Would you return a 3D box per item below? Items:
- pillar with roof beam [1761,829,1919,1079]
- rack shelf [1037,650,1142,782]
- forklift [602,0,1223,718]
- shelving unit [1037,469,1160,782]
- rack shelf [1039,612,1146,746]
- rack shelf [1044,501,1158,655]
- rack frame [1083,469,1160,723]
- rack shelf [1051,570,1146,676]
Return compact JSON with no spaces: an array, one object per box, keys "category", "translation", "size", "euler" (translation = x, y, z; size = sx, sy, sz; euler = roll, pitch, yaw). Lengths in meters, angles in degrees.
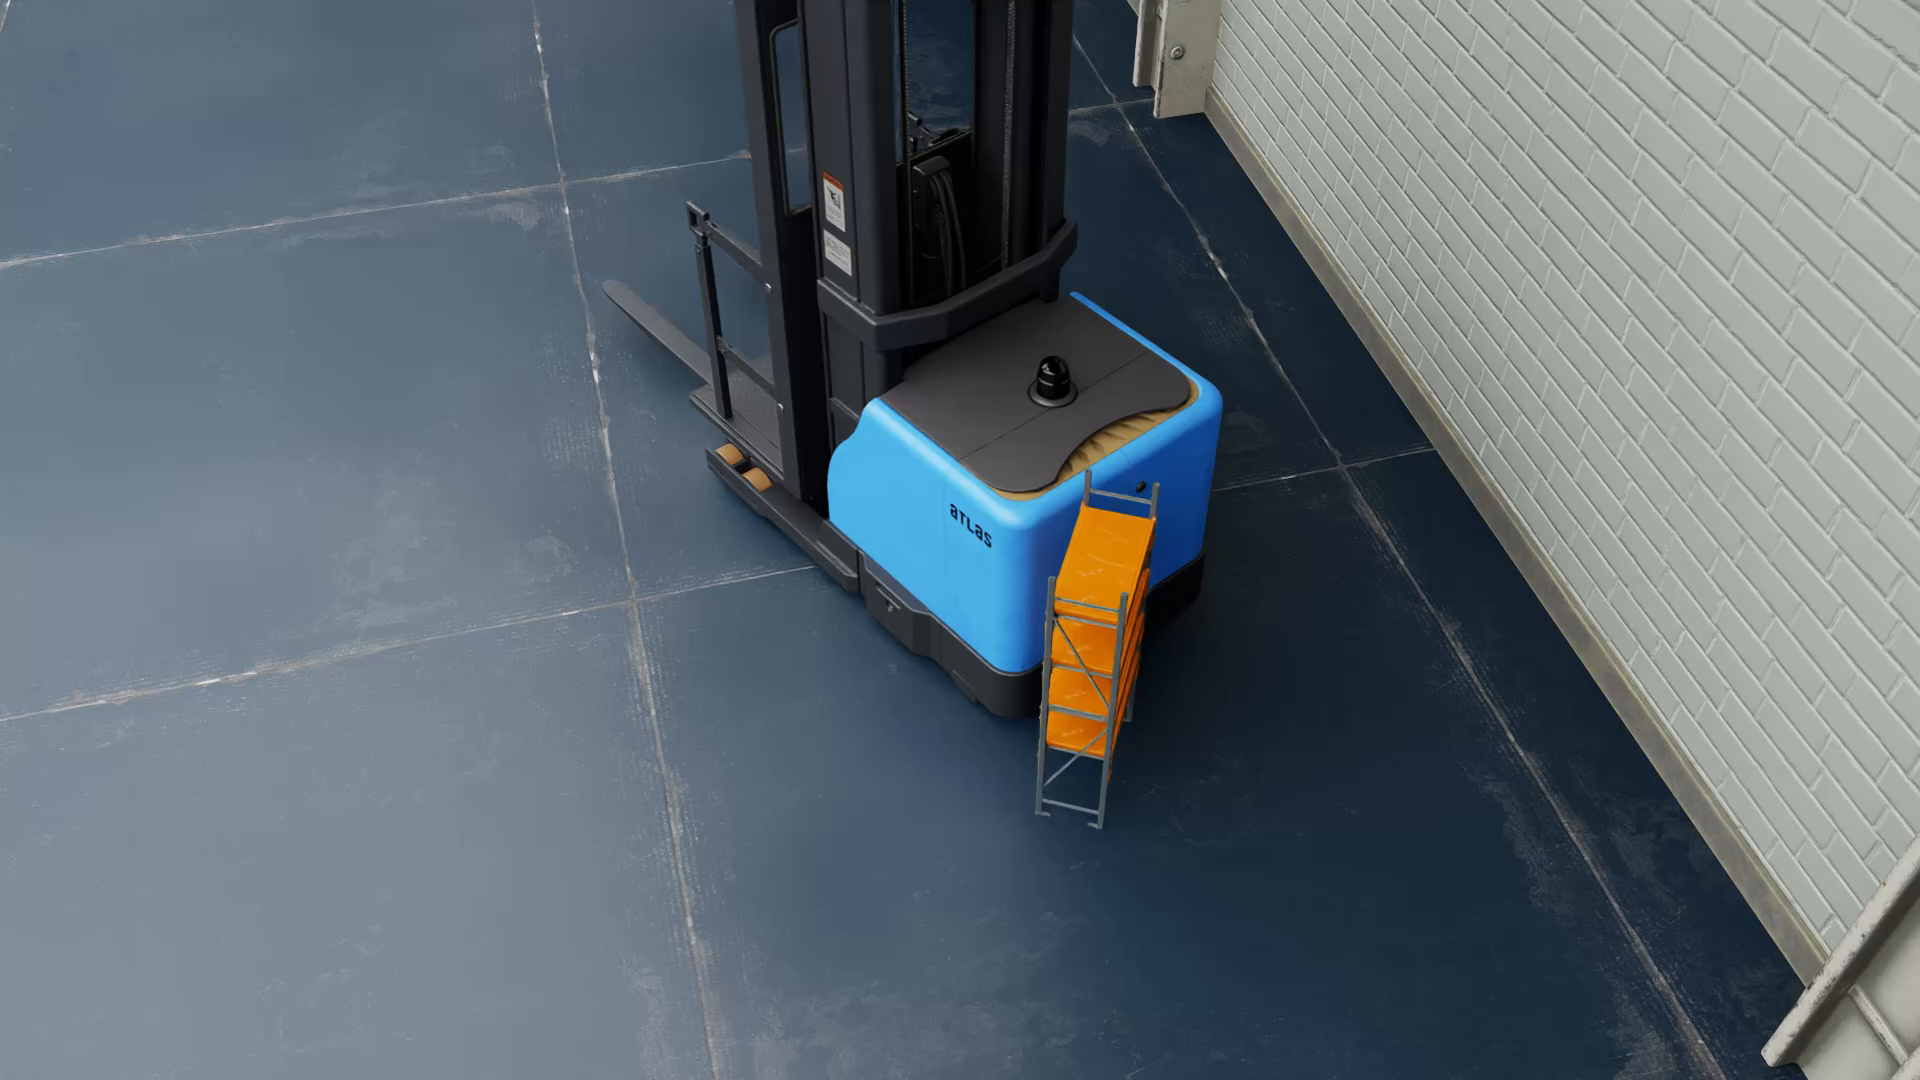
[{"category":"pillar with roof beam","translation":[-1.467,-0.660,1.096],"size":[9.100,9.000,0.400],"euler":[-11,47,-10]},{"category":"rack shelf","translation":[0.447,0.575,5.718],"size":[0.258,0.148,0.480],"euler":[12,47,11]},{"category":"forklift","translation":[-0.403,-1.366,6.036],"size":[1.130,2.935,3.031],"euler":[-31,53,-27]},{"category":"shelving unit","translation":[0.449,0.385,5.532],"size":[0.258,1.200,0.492],"euler":[12,47,11]},{"category":"rack shelf","translation":[0.447,0.436,5.576],"size":[0.258,0.148,0.480],"euler":[12,47,11]},{"category":"rack shelf","translation":[0.447,0.114,5.248],"size":[0.258,0.148,0.480],"euler":[12,47,11]},{"category":"rack frame","translation":[0.514,0.222,5.693],"size":[0.240,1.200,0.015],"euler":[12,47,11]},{"category":"rack shelf","translation":[0.447,0.242,5.379],"size":[0.221,0.021,0.457],"euler":[12,47,11]}]
